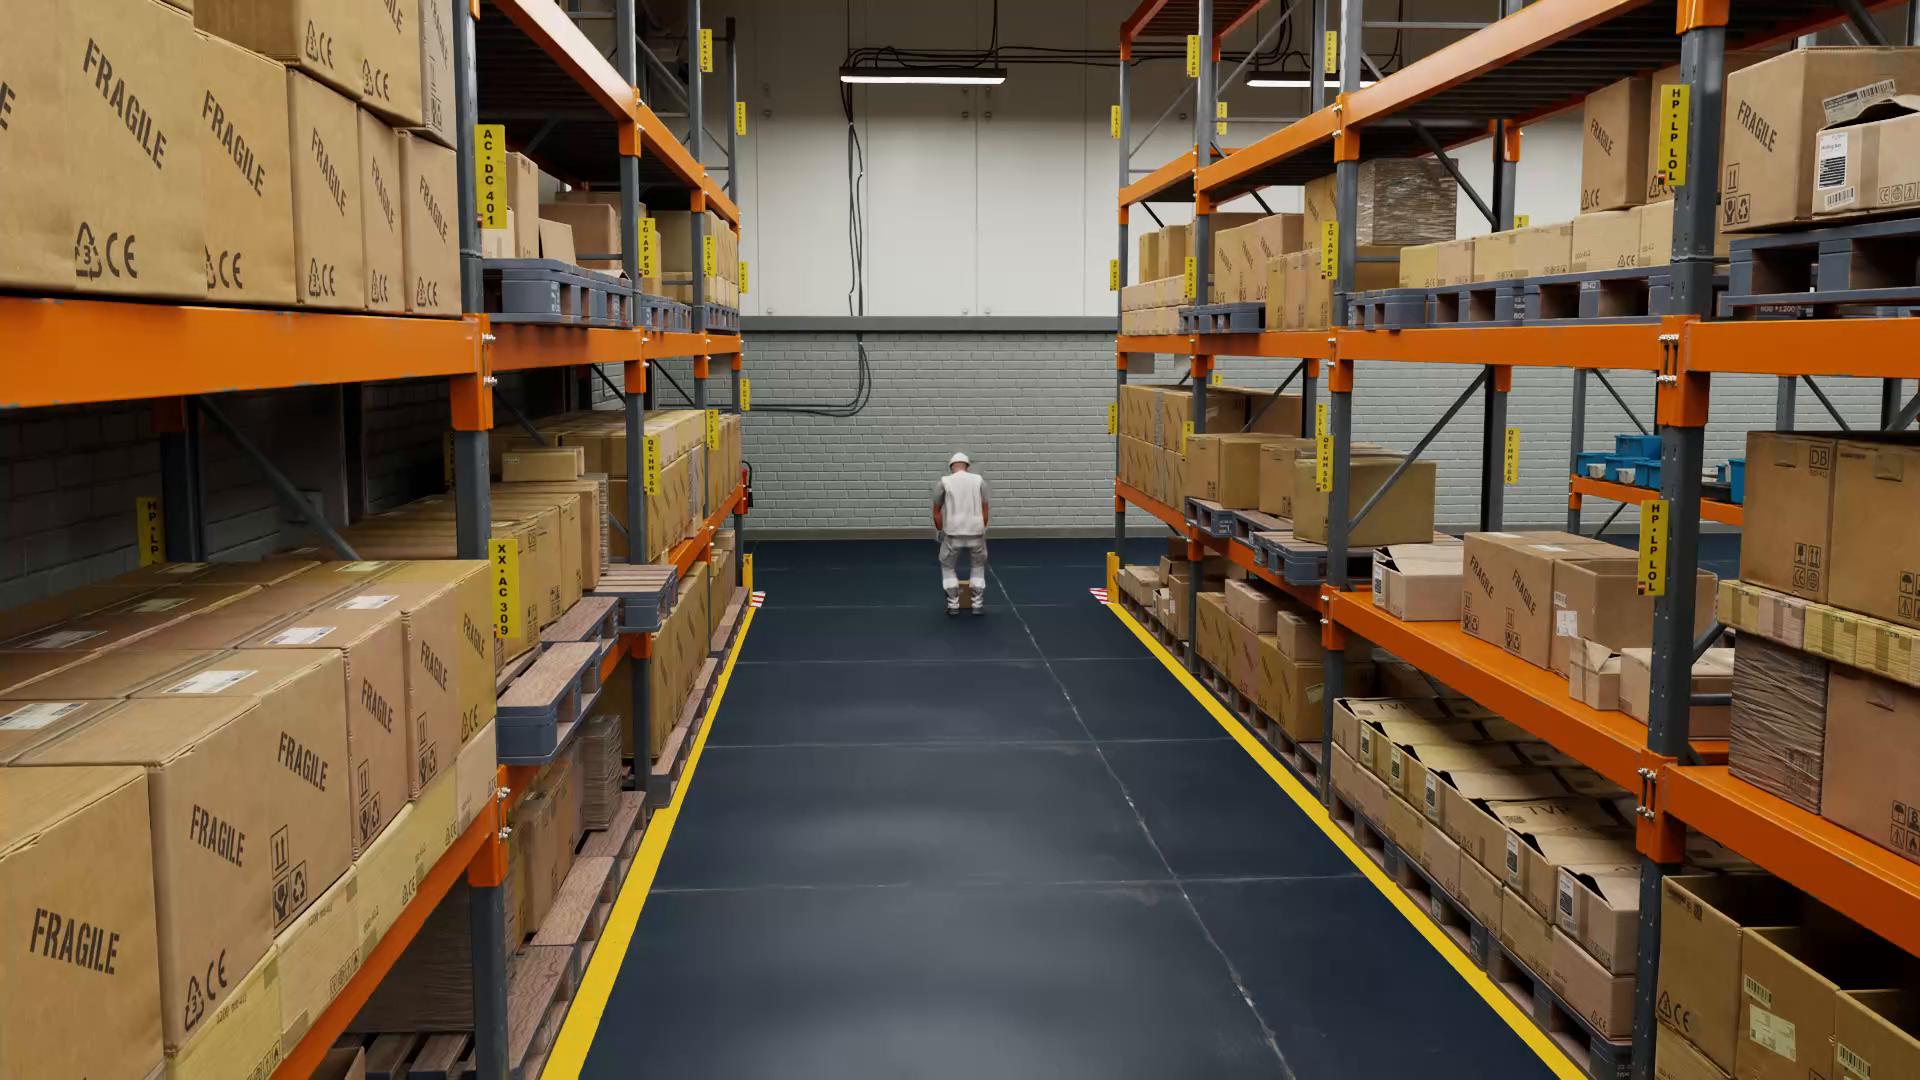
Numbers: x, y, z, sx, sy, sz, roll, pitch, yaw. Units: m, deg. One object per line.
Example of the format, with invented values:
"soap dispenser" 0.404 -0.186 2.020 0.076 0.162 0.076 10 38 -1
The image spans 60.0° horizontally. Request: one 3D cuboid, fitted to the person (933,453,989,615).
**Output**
"person" 0.008 -0.063 16.866 0.568 1.627 0.602 0 7 -3
